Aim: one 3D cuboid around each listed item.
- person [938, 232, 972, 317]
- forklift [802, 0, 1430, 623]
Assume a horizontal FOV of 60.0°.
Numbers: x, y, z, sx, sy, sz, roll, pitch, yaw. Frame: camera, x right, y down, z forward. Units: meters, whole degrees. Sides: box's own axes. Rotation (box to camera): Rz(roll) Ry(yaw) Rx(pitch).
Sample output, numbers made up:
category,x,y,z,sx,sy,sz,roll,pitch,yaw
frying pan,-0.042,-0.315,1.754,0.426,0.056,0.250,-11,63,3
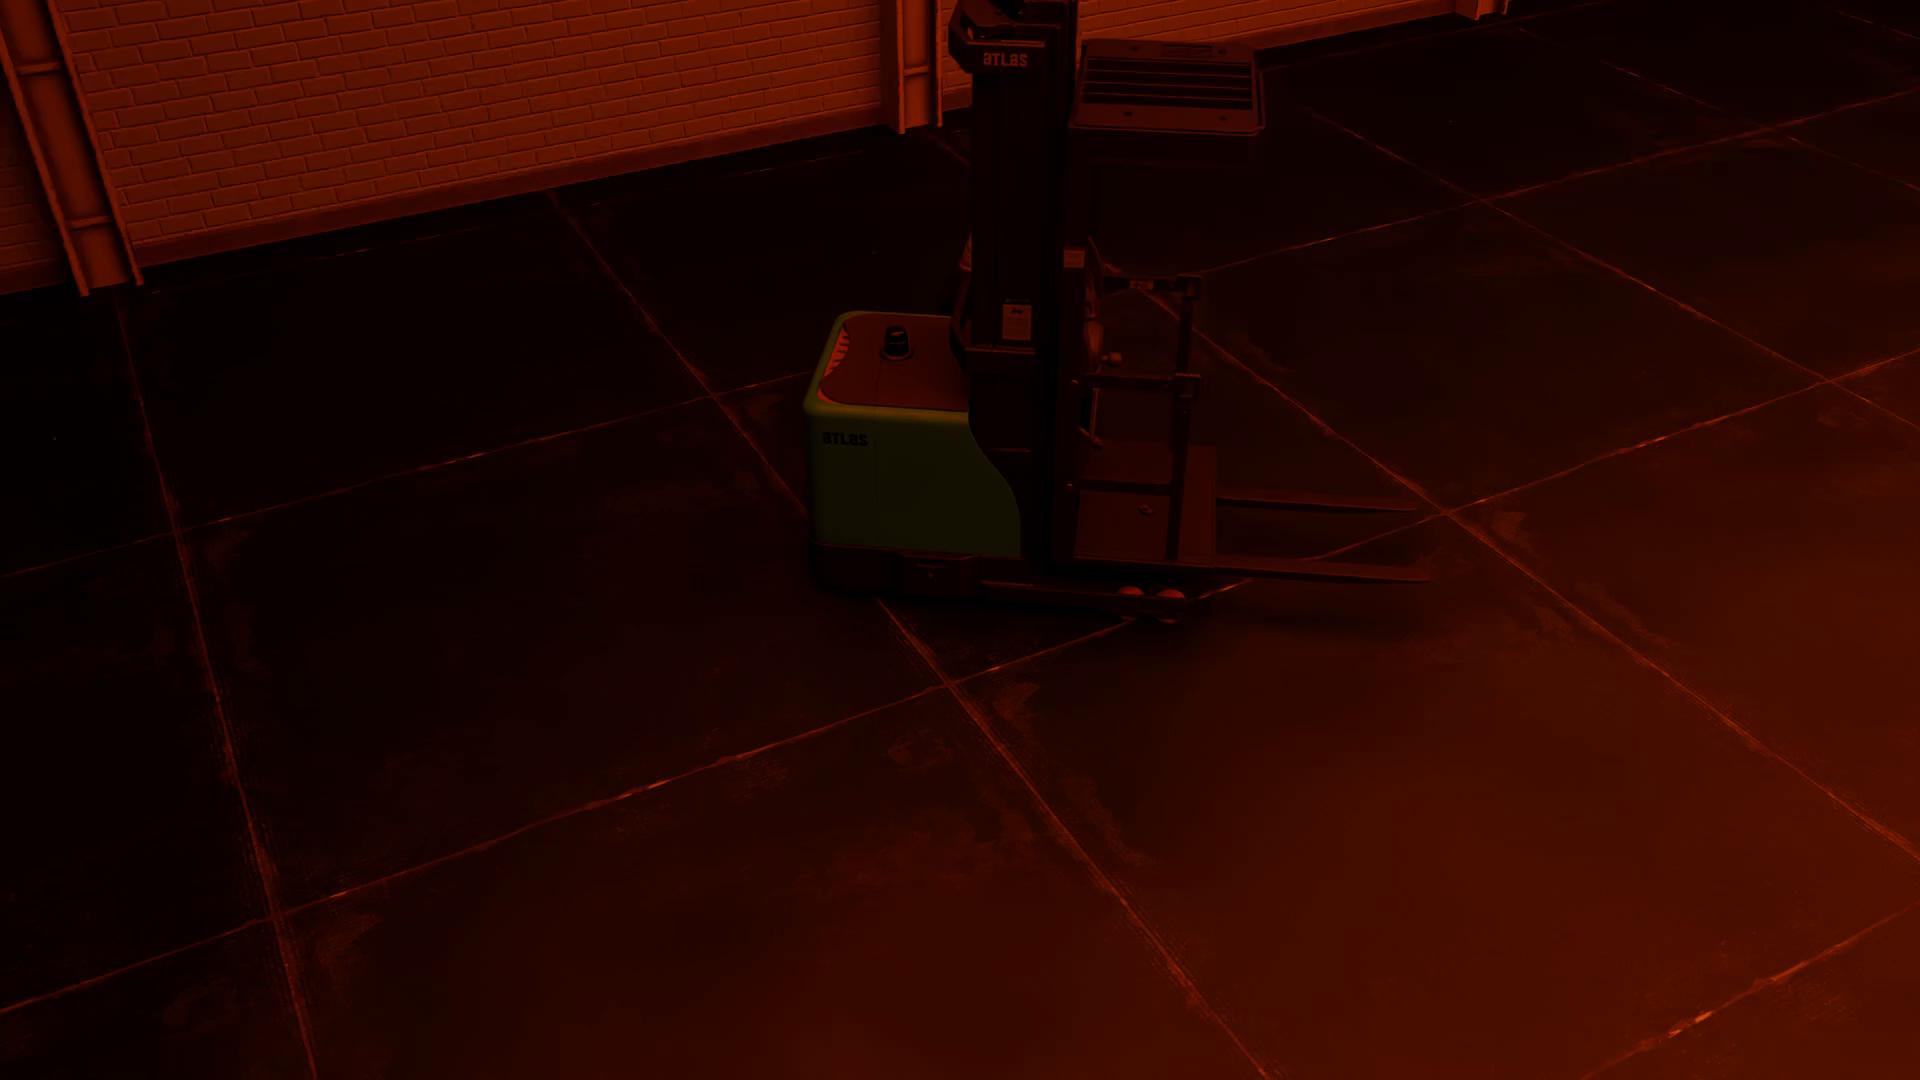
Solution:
category,x,y,z,sx,sy,sz,roll,pitch,yaw
person,0.330,-1.348,9.367,0.854,1.414,0.913,-13,37,-17
forklift,0.802,-1.119,7.706,3.031,2.935,1.130,4,35,6
